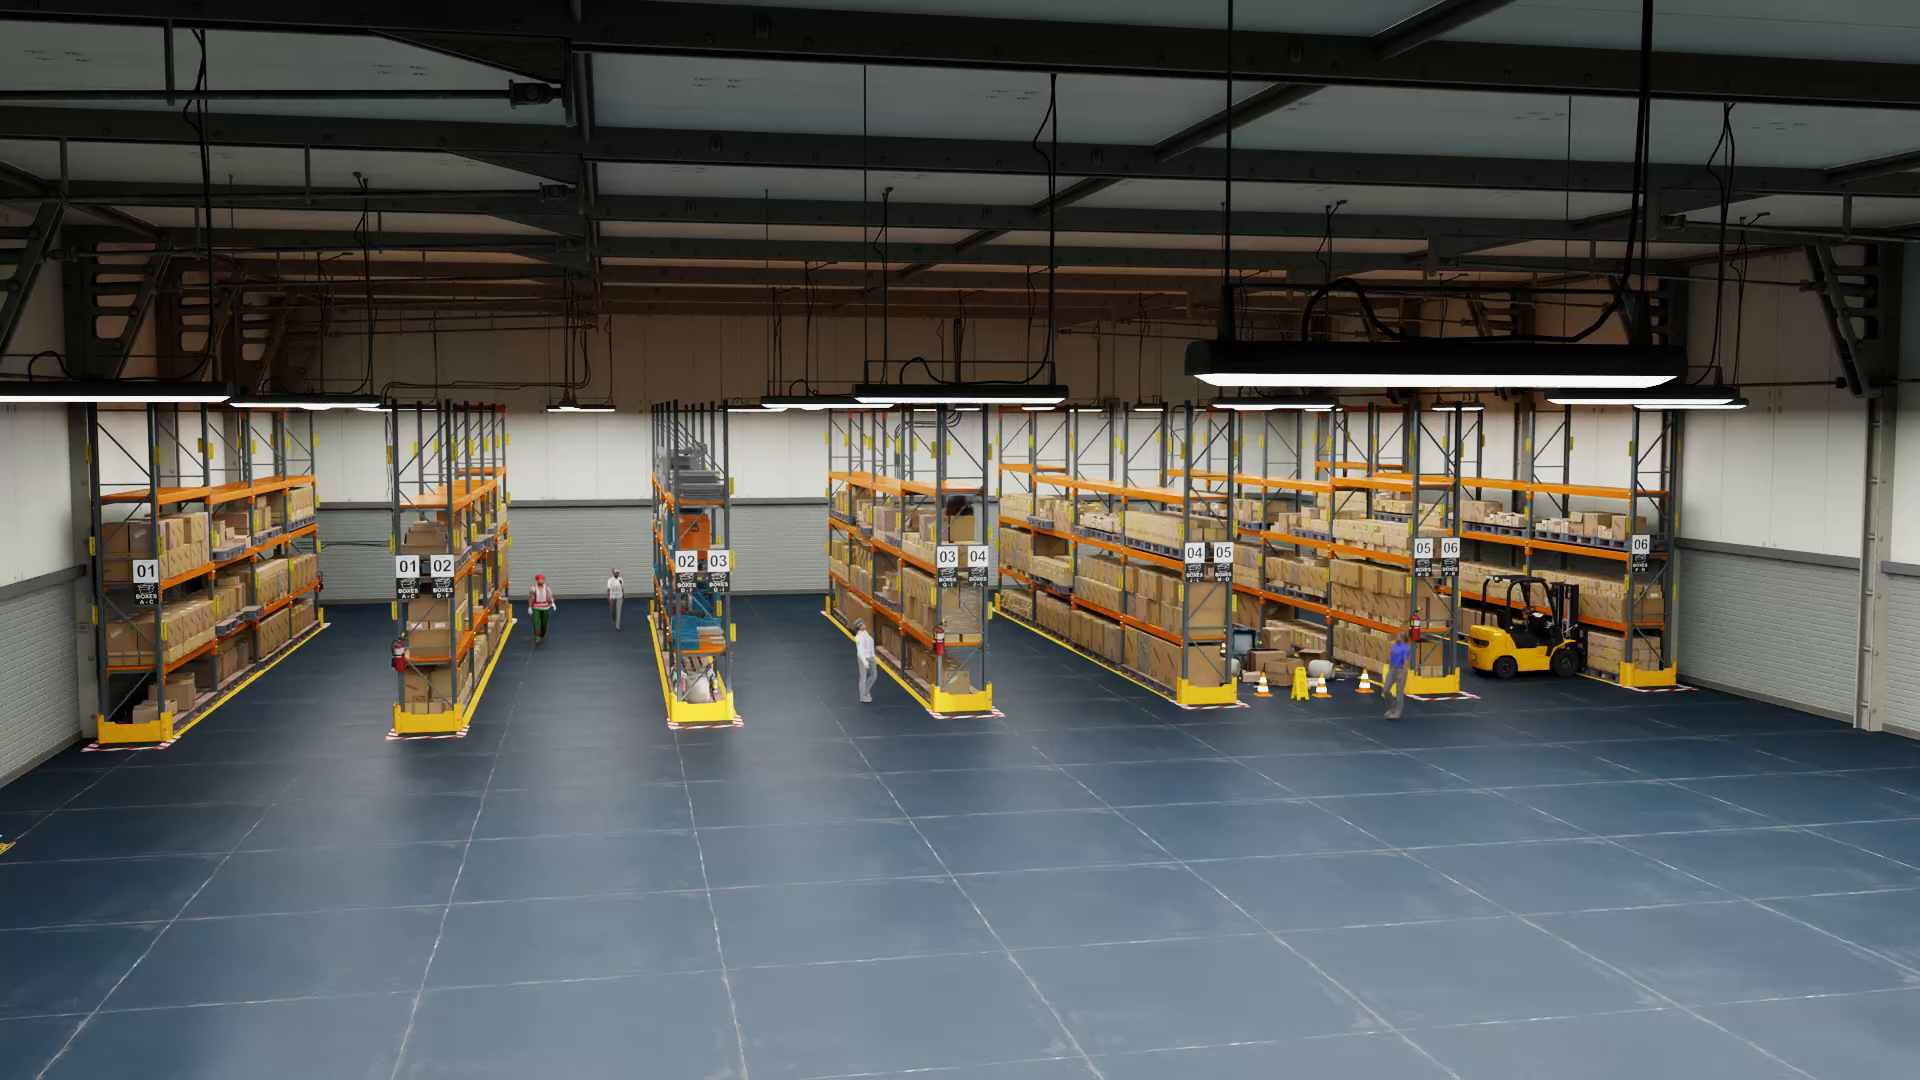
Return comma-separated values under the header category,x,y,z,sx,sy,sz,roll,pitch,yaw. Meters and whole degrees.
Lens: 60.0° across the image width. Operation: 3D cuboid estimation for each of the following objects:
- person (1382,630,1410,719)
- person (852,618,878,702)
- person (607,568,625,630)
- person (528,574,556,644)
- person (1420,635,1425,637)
category,x,y,z,sx,sy,sz,roll,pitch,yaw
person,8.247,2.551,31.423,0.449,1.686,0.482,-4,6,-44
person,-1.880,2.383,33.237,0.483,1.683,0.550,3,5,37
person,-9.198,1.550,44.461,0.446,1.646,0.928,0,4,-6
person,-10.404,1.707,41.380,0.665,1.716,1.103,-1,4,-14
person,10.593,2.048,38.325,0.376,1.605,0.519,2,5,20
